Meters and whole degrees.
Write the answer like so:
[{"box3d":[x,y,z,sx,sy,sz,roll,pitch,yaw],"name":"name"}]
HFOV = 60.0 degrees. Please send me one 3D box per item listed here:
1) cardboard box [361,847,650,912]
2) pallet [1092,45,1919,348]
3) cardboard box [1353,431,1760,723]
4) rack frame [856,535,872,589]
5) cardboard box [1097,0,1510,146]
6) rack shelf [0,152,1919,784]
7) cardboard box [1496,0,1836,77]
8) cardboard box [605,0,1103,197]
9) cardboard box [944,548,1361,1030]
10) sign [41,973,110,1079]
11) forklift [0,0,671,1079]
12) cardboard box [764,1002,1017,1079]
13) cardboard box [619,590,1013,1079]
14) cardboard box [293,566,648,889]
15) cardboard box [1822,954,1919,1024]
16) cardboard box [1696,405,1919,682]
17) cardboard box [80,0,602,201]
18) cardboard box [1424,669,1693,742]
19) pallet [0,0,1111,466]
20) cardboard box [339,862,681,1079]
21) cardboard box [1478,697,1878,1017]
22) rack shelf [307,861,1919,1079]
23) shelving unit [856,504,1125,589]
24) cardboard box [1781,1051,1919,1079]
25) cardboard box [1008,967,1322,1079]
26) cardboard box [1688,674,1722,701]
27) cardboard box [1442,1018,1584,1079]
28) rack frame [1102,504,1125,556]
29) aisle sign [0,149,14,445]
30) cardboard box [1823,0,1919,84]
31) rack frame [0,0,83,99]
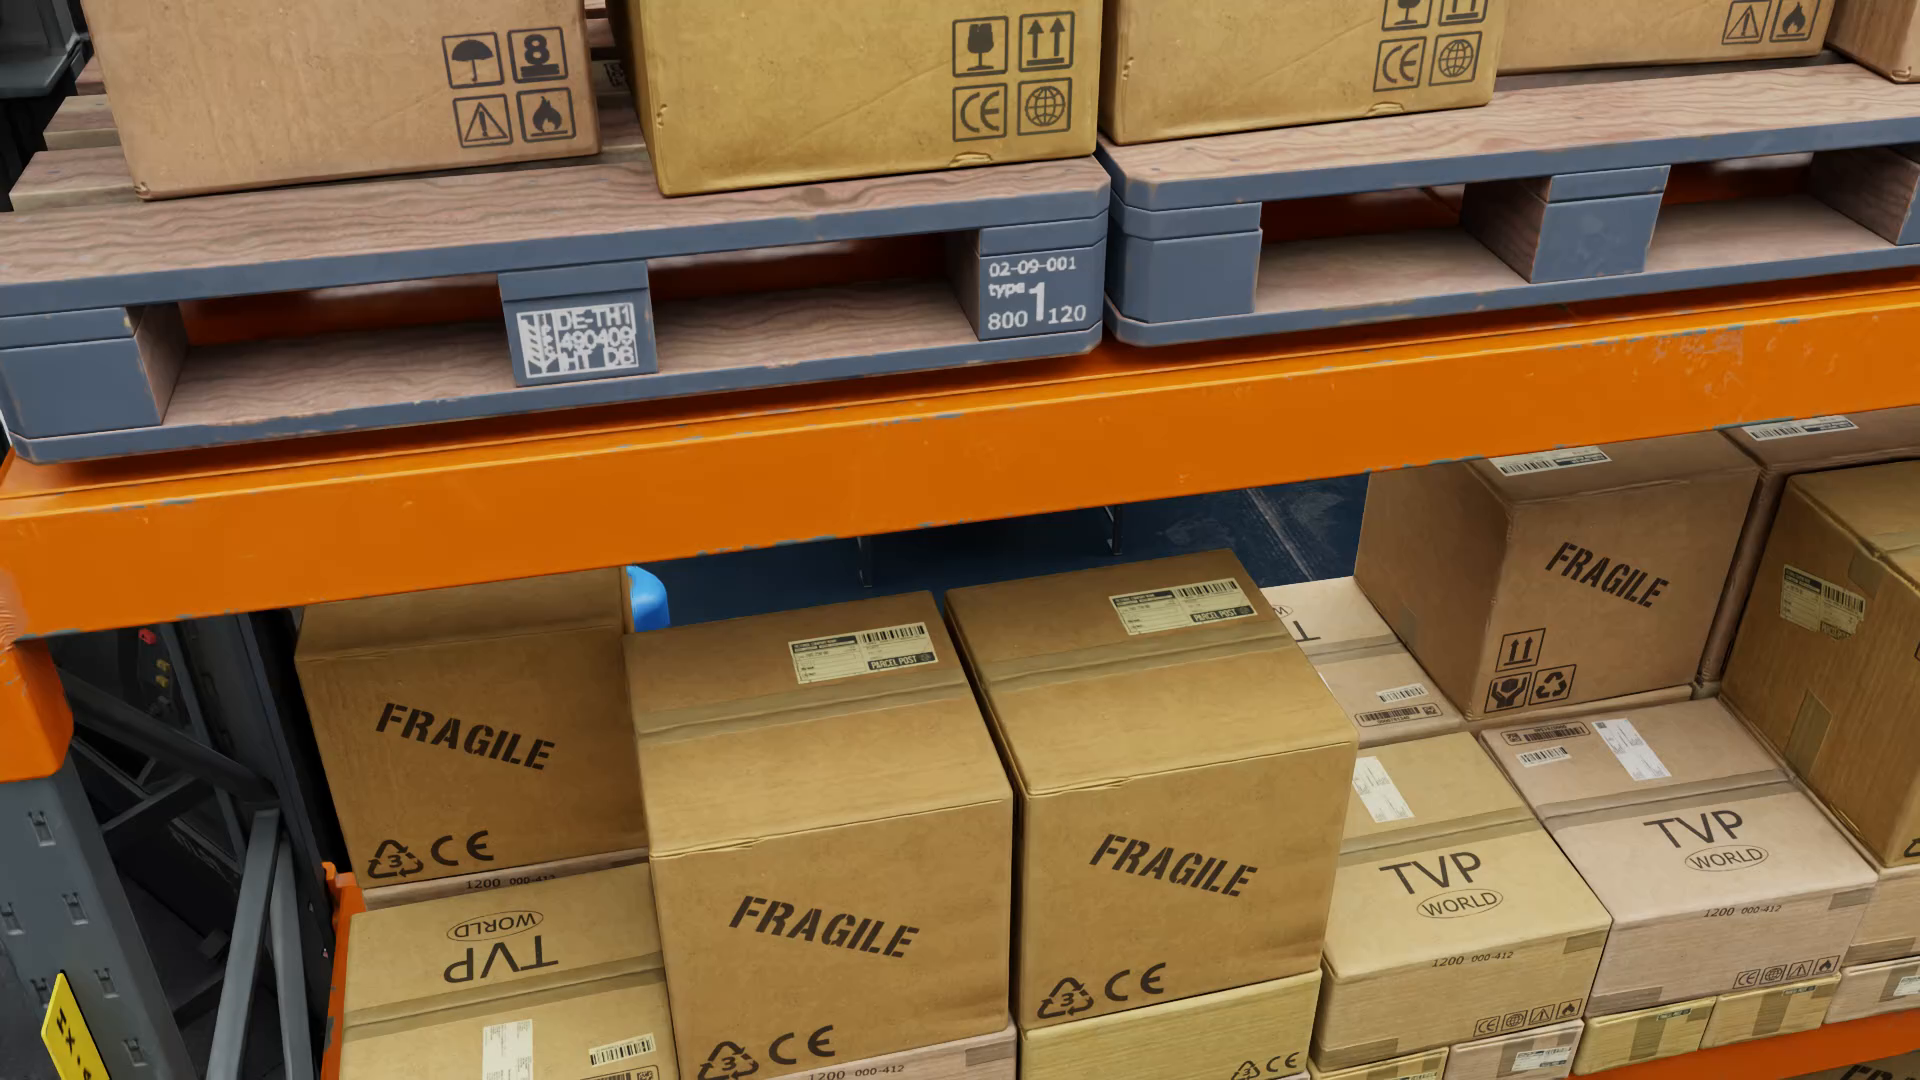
[{"box3d":[-0.830,0.534,3.131,0.500,0.250,0.500,-8,35,-11],"name":"cardboard box"},{"box3d":[0.670,-0.659,2.428,1.213,0.211,1.003,-7,35,-11],"name":"pallet"},{"box3d":[1.146,-0.023,3.287,0.500,0.500,0.500,-8,35,-12],"name":"cardboard box"},{"box3d":[-0.413,-0.571,6.255,0.032,1.500,0.500,-7,35,-11],"name":"rack frame"},{"box3d":[0.321,-0.891,2.138,0.500,0.500,0.700,-9,35,-14],"name":"cardboard box"},{"box3d":[0.707,-0.394,2.599,4.000,0.370,1.077,-7,35,-11],"name":"rack shelf"},{"box3d":[0.841,-1.016,2.325,0.500,0.500,0.700,-6,34,-8],"name":"cardboard box"},{"box3d":[-0.173,-0.801,2.004,0.500,0.500,0.700,-8,35,-12],"name":"cardboard box"},{"box3d":[0.276,0.385,2.679,0.500,0.500,0.500,-8,35,-12],"name":"cardboard box"},{"box3d":[-1.127,0.709,2.154,0.005,0.325,0.100,-7,35,-11],"name":"sign"},{"box3d":[-2.106,0.274,3.711,1.130,2.935,3.031,23,40,30],"name":"forklift"},{"box3d":[-0.210,0.758,2.797,0.500,0.250,0.500,-8,35,-11],"name":"cardboard box"},{"box3d":[-0.228,0.452,2.579,0.500,0.500,0.500,-8,35,-12],"name":"cardboard box"},{"box3d":[-0.827,0.223,2.920,0.500,0.500,0.500,-7,34,-10],"name":"cardboard box"},{"box3d":[1.680,0.722,3.208,0.250,0.149,0.380,-7,34,-10],"name":"cardboard box"},{"box3d":[1.652,-0.089,3.386,0.500,0.500,0.500,-7,35,-11],"name":"cardboard box"},{"box3d":[-0.748,-0.797,1.998,0.500,0.500,0.700,-9,35,-13],"name":"cardboard box"},{"box3d":[1.151,0.286,3.499,0.500,0.250,0.500,-6,34,-9],"name":"cardboard box"},{"box3d":[-0.522,-0.507,2.201,1.213,0.211,1.003,-7,35,-11],"name":"pallet"},{"box3d":[-0.716,0.825,2.696,0.500,0.250,0.500,-8,35,-12],"name":"cardboard box"},{"box3d":[1.283,0.570,3.076,0.500,0.250,0.500,-7,34,-10],"name":"cardboard box"},{"box3d":[0.707,0.851,3.435,4.000,0.370,1.077,-7,35,-11],"name":"rack shelf"},{"box3d":[0.083,-0.633,6.348,1.048,1.500,0.538,-7,35,-11],"name":"shelving unit"},{"box3d":[1.996,1.052,4.020,0.875,0.875,0.875,-7,35,-11],"name":"cardboard box"},{"box3d":[0.280,0.698,2.886,0.500,0.250,0.500,-8,35,-12],"name":"cardboard box"},{"box3d":[1.655,0.219,3.599,0.500,0.250,0.500,-7,35,-11],"name":"cardboard box"},{"box3d":[0.931,0.816,3.068,0.250,0.149,0.380,-7,34,-10],"name":"cardboard box"},{"box3d":[0.579,-0.696,6.441,0.032,1.500,0.500,-7,35,-11],"name":"rack frame"},{"box3d":[-1.380,-0.435,2.373,0.004,0.787,0.394,-7,35,-11],"name":"aisle sign"},{"box3d":[1.382,-1.004,2.305,0.500,0.500,0.700,-5,34,-8],"name":"cardboard box"},{"box3d":[-1.244,-1.692,1.196,0.127,3.000,1.000,-7,35,-11],"name":"rack frame"}]
